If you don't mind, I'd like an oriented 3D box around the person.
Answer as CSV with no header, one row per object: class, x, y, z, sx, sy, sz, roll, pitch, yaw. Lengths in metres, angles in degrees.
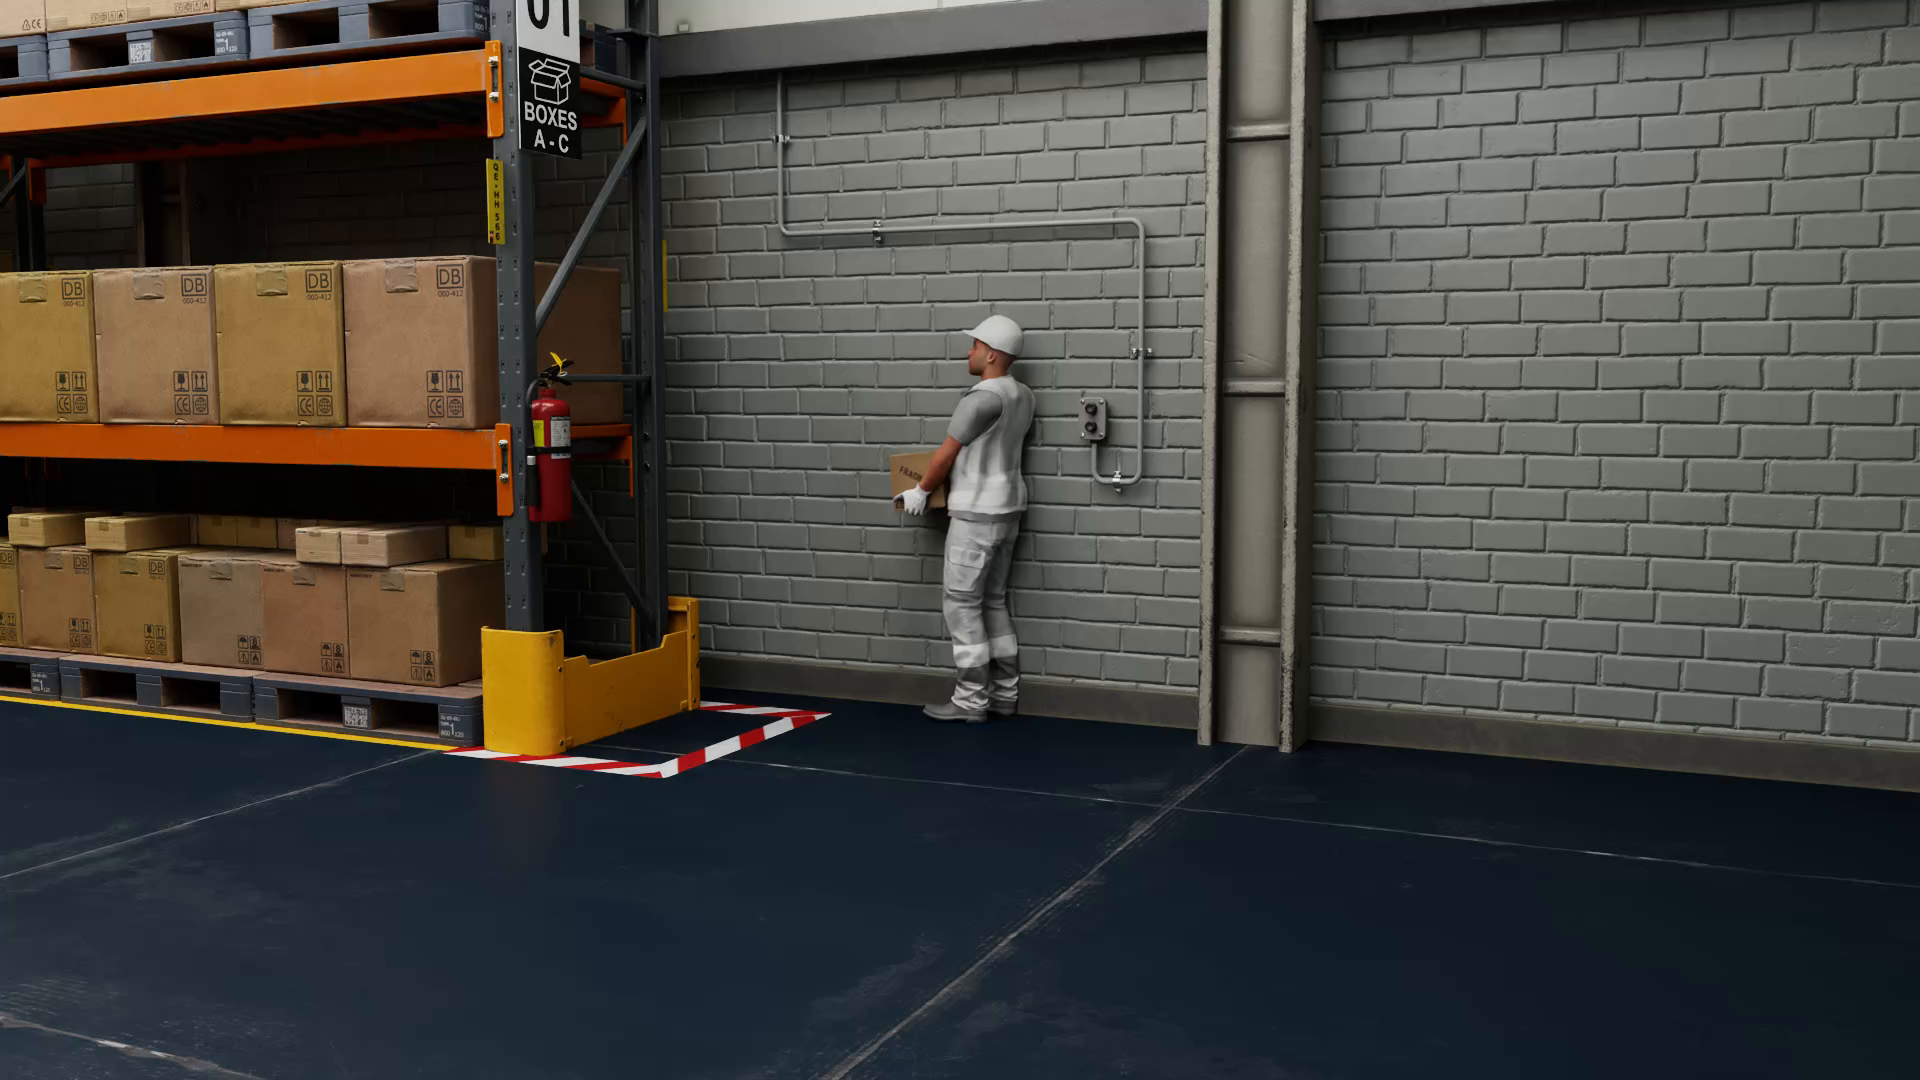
person,0.014,-0.093,7.359,0.572,1.782,0.493,3,6,25
